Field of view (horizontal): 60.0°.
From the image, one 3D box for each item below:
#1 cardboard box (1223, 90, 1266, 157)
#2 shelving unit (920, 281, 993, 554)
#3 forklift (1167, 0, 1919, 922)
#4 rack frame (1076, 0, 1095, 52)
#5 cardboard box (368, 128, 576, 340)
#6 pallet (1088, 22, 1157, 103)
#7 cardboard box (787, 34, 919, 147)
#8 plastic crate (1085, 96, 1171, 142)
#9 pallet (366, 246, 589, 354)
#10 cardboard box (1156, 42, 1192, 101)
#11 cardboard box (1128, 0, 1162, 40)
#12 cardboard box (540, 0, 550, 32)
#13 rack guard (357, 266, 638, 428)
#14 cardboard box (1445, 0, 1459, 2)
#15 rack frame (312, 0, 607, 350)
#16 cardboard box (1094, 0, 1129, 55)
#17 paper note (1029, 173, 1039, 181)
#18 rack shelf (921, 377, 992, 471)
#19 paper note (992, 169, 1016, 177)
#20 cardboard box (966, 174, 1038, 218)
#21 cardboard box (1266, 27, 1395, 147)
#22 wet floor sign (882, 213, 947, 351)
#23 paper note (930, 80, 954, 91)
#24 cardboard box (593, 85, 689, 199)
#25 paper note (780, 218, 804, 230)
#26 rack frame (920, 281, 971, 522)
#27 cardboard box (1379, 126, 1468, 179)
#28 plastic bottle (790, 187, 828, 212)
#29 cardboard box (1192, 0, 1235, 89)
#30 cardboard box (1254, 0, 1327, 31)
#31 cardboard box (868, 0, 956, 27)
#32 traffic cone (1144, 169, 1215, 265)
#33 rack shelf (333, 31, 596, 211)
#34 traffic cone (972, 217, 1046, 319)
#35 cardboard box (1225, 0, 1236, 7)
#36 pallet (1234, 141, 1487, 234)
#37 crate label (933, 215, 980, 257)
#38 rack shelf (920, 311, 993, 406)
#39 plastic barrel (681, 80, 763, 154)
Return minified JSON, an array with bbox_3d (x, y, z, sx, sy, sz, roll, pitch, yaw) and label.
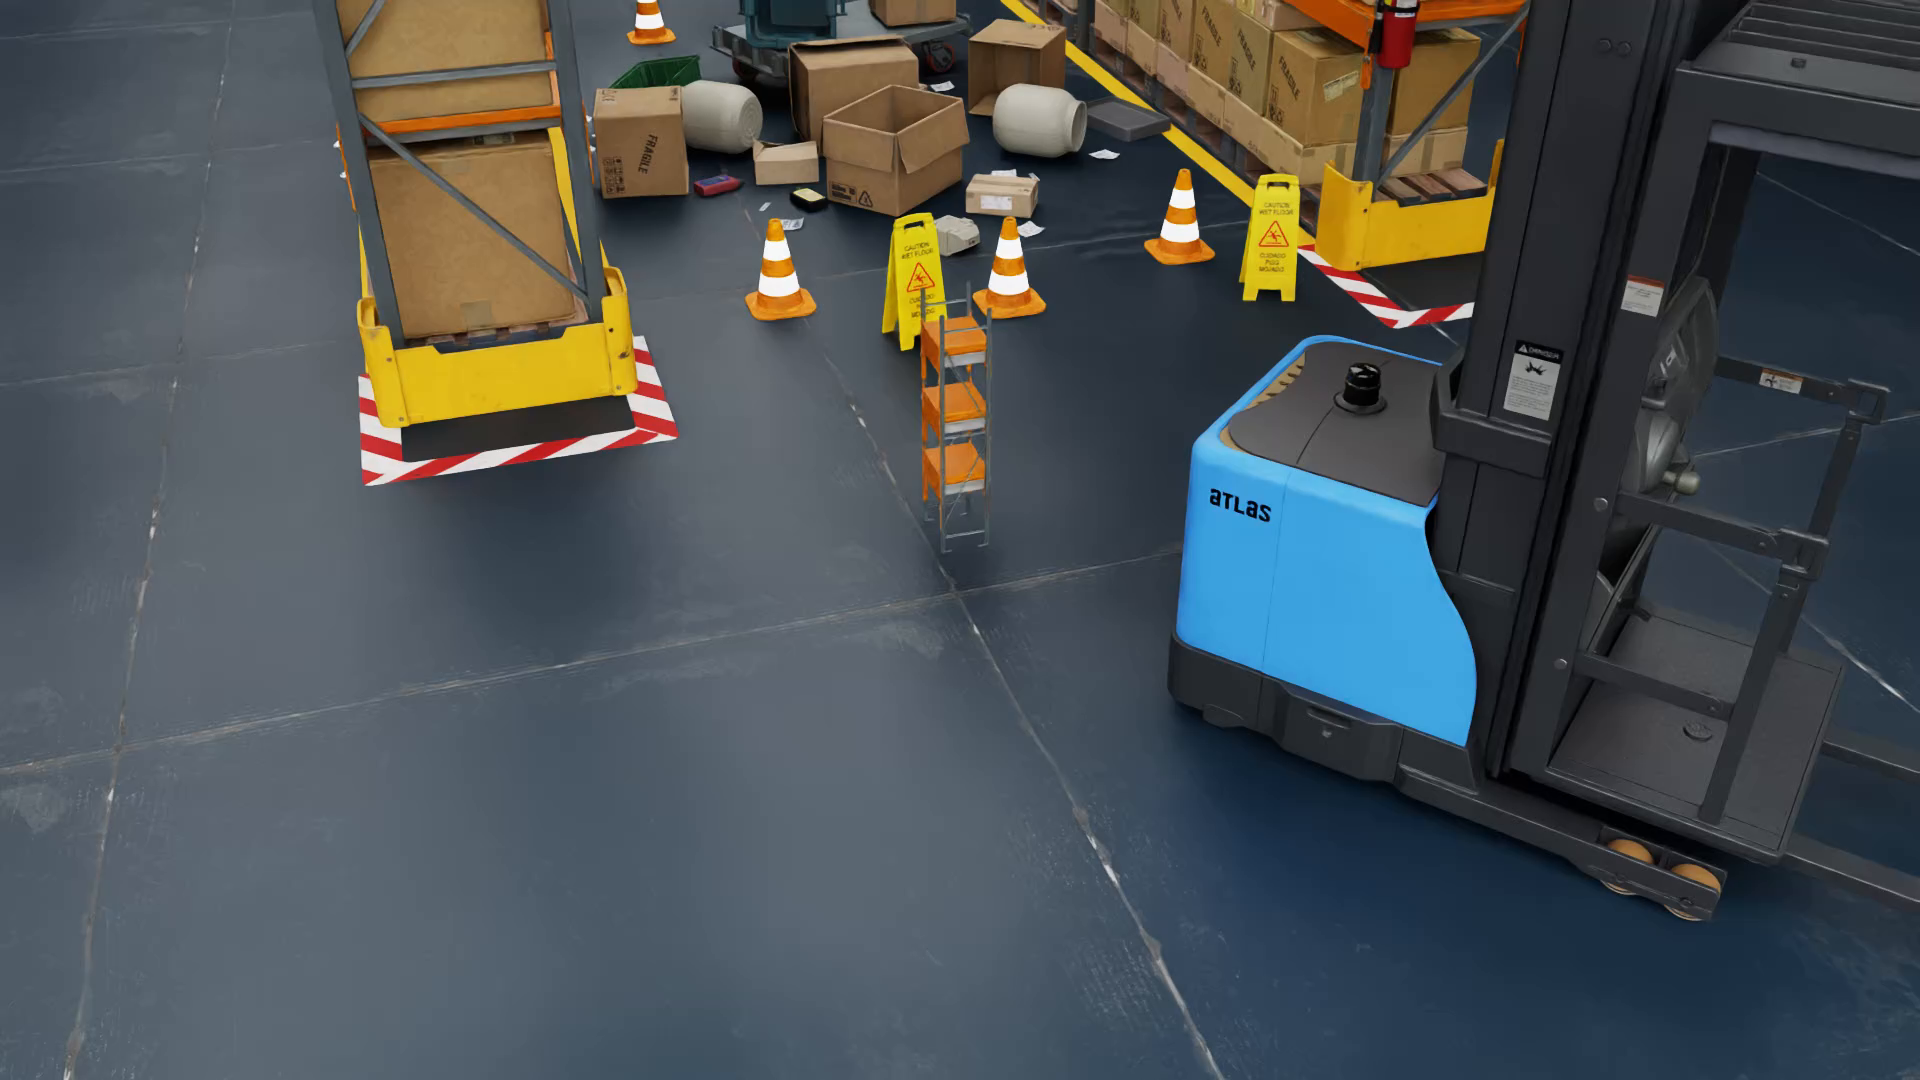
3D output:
[{"bbox_3d":[1.914,-2.515,9.948,0.500,0.250,0.500,-10,35,-15],"label":"cardboard box"},{"bbox_3d":[-0.016,-0.466,6.503,0.215,1.050,0.252,-10,35,-15],"label":"shelving unit"},{"bbox_3d":[2.239,-0.413,4.716,3.031,2.935,1.130,20,38,27],"label":"forklift"},{"bbox_3d":[1.347,-4.934,11.496,1.000,3.000,0.127,-10,35,-15],"label":"rack frame"},{"bbox_3d":[-2.386,-1.582,7.970,0.875,0.875,0.875,-10,35,-14],"label":"cardboard box"},{"bbox_3d":[1.585,-3.424,11.741,1.003,0.211,1.213,-10,35,-15],"label":"pallet"},{"bbox_3d":[-0.673,-2.835,10.461,0.797,0.637,0.503,-10,35,-15],"label":"cardboard box"},{"bbox_3d":[1.045,-2.754,10.845,0.402,0.080,0.583,-23,40,-31],"label":"plastic crate"},{"bbox_3d":[-2.435,-1.192,8.362,1.003,0.211,1.213,-10,35,-15],"label":"pallet"},{"bbox_3d":[1.608,-3.051,10.759,0.500,0.250,0.500,-10,35,-15],"label":"cardboard box"},{"bbox_3d":[1.444,-3.641,10.972,0.500,0.500,0.500,-9,34,-13],"label":"cardboard box"},{"bbox_3d":[-2.512,-2.799,8.128,0.875,0.550,0.550,-10,35,-15],"label":"cardboard box"},{"bbox_3d":[-2.109,-0.893,7.648,1.175,0.500,0.348,-10,35,-15],"label":"rack guard"},{"bbox_3d":[2.661,-2.943,8.710,0.380,0.149,0.250,-10,35,-15],"label":"cardboard box"},{"bbox_3d":[-2.116,-1.949,6.978,1.000,3.000,0.127,-10,35,-15],"label":"rack frame"},{"bbox_3d":[1.270,-3.607,11.601,0.500,0.250,0.500,-12,35,-17],"label":"cardboard box"},{"bbox_3d":[0.449,-2.197,10.066,0.032,0.001,0.123,-10,35,-15],"label":"paper note"},{"bbox_3d":[-0.016,-0.457,6.509,0.215,0.259,0.240,-10,35,-15],"label":"rack shelf"},{"bbox_3d":[0.267,-2.223,10.097,0.148,0.019,0.142,1,33,2],"label":"paper note"},{"bbox_3d":[0.244,-1.993,9.631,0.380,0.149,0.250,7,34,10],"label":"cardboard box"},{"bbox_3d":[2.074,-2.552,9.324,0.500,0.500,0.500,-10,35,-14],"label":"cardboard box"},{"bbox_3d":[-0.222,-1.284,8.108,0.267,0.644,0.232,-16,37,-23],"label":"wet floor sign"},{"bbox_3d":[-0.116,-3.130,11.460,0.148,0.019,0.142,-10,35,-15],"label":"paper note"},{"bbox_3d":[-1.886,-2.364,9.873,0.500,0.500,0.500,-4,34,-6],"label":"cardboard box"},{"bbox_3d":[-0.965,-1.796,9.442,0.144,0.017,0.142,1,33,2],"label":"paper note"},{"bbox_3d":[-0.054,-0.530,6.600,0.200,1.050,0.008,-10,35,-15],"label":"rack frame"},{"bbox_3d":[2.584,-2.332,9.672,0.500,0.250,0.500,-10,35,-15],"label":"cardboard box"},{"bbox_3d":[-0.903,-1.999,9.719,0.133,0.061,0.283,-23,40,-31],"label":"plastic bottle"},{"bbox_3d":[1.765,-3.091,10.140,0.500,0.500,0.500,-11,35,-16],"label":"cardboard box"},{"bbox_3d":[1.898,-3.004,9.420,0.380,0.149,0.250,-9,35,-13],"label":"cardboard box"},{"bbox_3d":[-0.339,-3.892,11.500,0.500,0.500,0.500,-10,35,-15],"label":"cardboard box"},{"bbox_3d":[1.207,-1.785,9.031,0.336,0.463,0.334,-10,35,-15],"label":"traffic cone"},{"bbox_3d":[-2.726,-2.699,8.766,1.077,0.370,4.000,-10,35,-15],"label":"rack shelf"},{"bbox_3d":[0.254,-1.419,8.478,0.336,0.463,0.334,-10,35,-15],"label":"traffic cone"},{"bbox_3d":[1.746,-3.275,9.830,0.380,0.149,0.250,-9,34,-13],"label":"cardboard box"},{"bbox_3d":[2.330,-2.143,9.802,1.003,0.211,1.213,-10,35,-15],"label":"pallet"},{"bbox_3d":[-0.045,-1.686,9.177,0.298,0.136,0.250,27,42,34],"label":"crate label"},{"bbox_3d":[-0.016,-0.694,6.352,0.215,0.259,0.240,-10,35,-15],"label":"rack shelf"},{"bbox_3d":[-1.529,-2.636,10.356,0.512,0.421,0.421,13,36,18],"label":"plastic barrel"}]
